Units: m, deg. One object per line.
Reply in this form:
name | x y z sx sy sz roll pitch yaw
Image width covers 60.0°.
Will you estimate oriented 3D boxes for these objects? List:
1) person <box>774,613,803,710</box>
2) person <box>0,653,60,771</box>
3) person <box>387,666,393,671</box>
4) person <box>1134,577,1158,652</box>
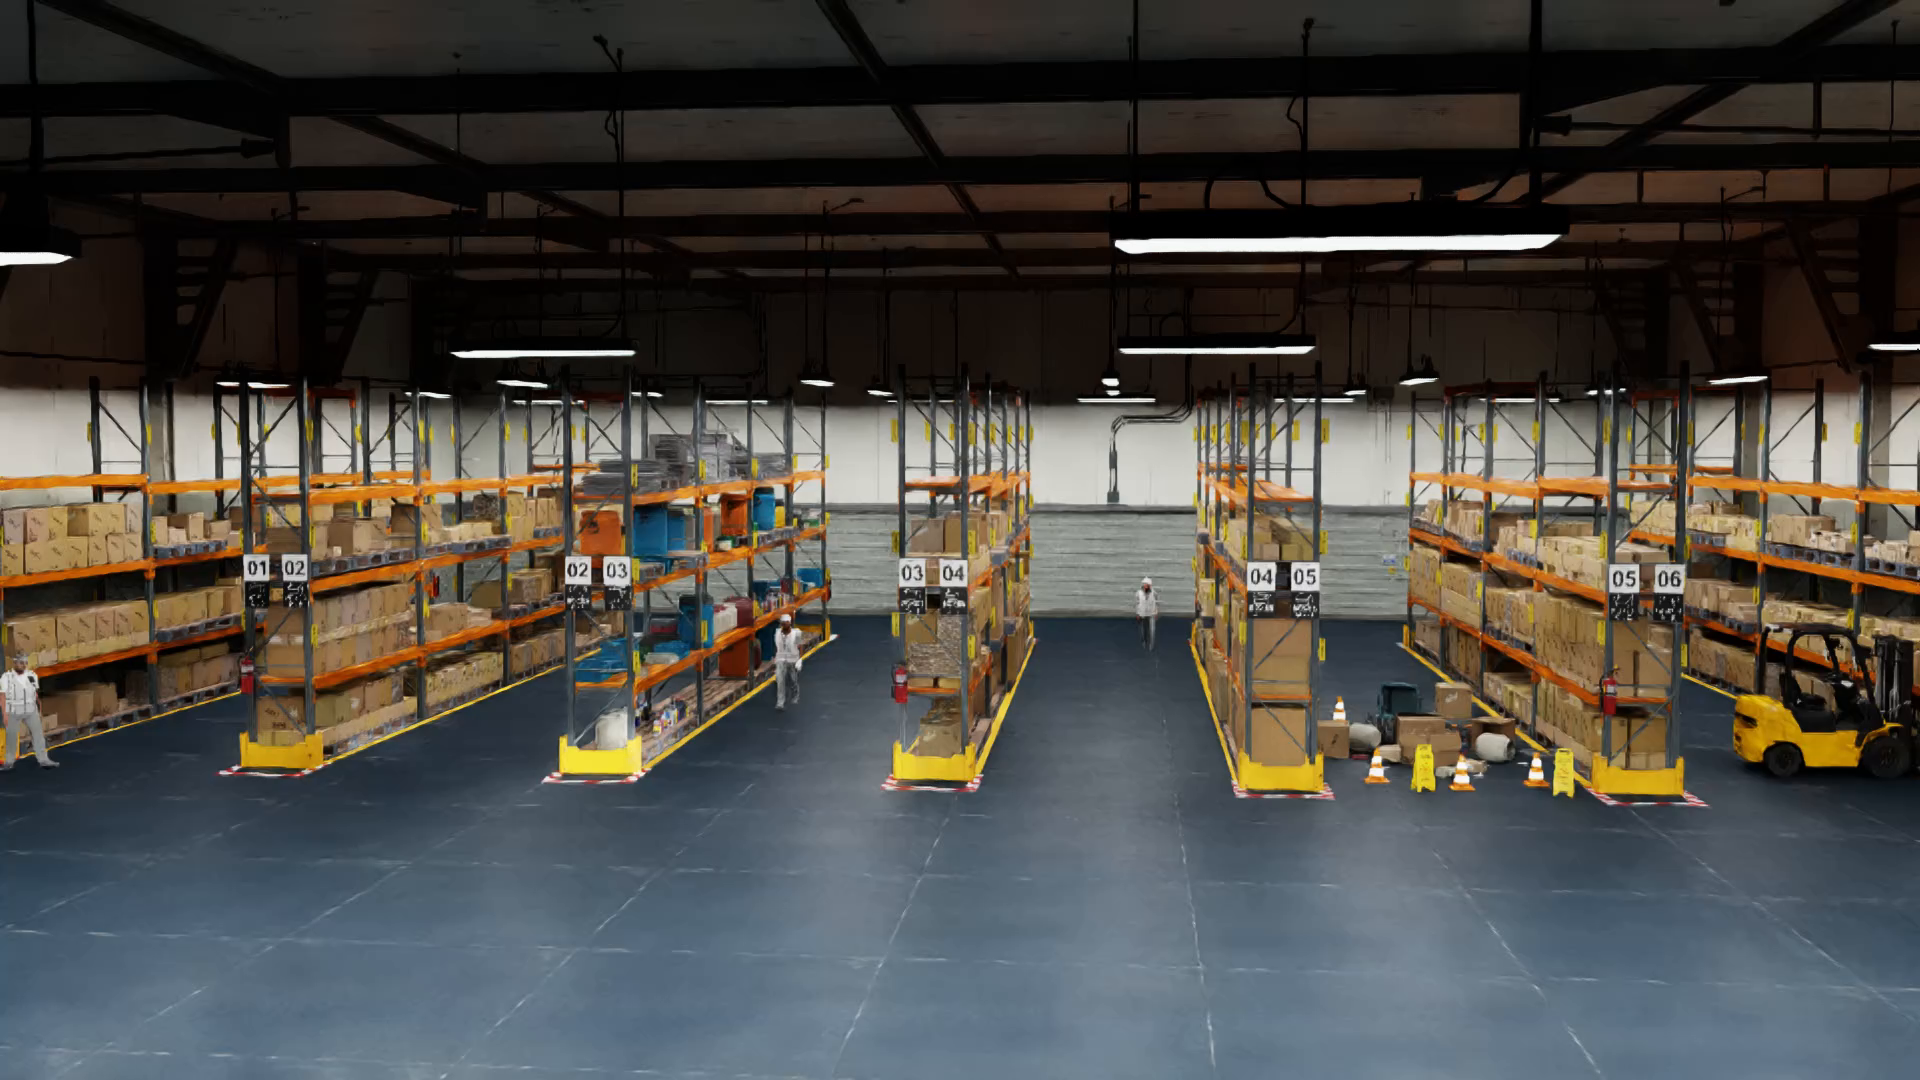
person | -3.132 2.194 30.272 0.577 1.733 1.042 0 4 4
person | -13.869 2.532 24.654 0.586 1.755 0.772 4 5 44
person | -11.211 2.126 32.268 0.592 1.629 0.531 0 4 4
person | 4.281 1.689 38.244 0.543 1.700 1.115 1 4 8
